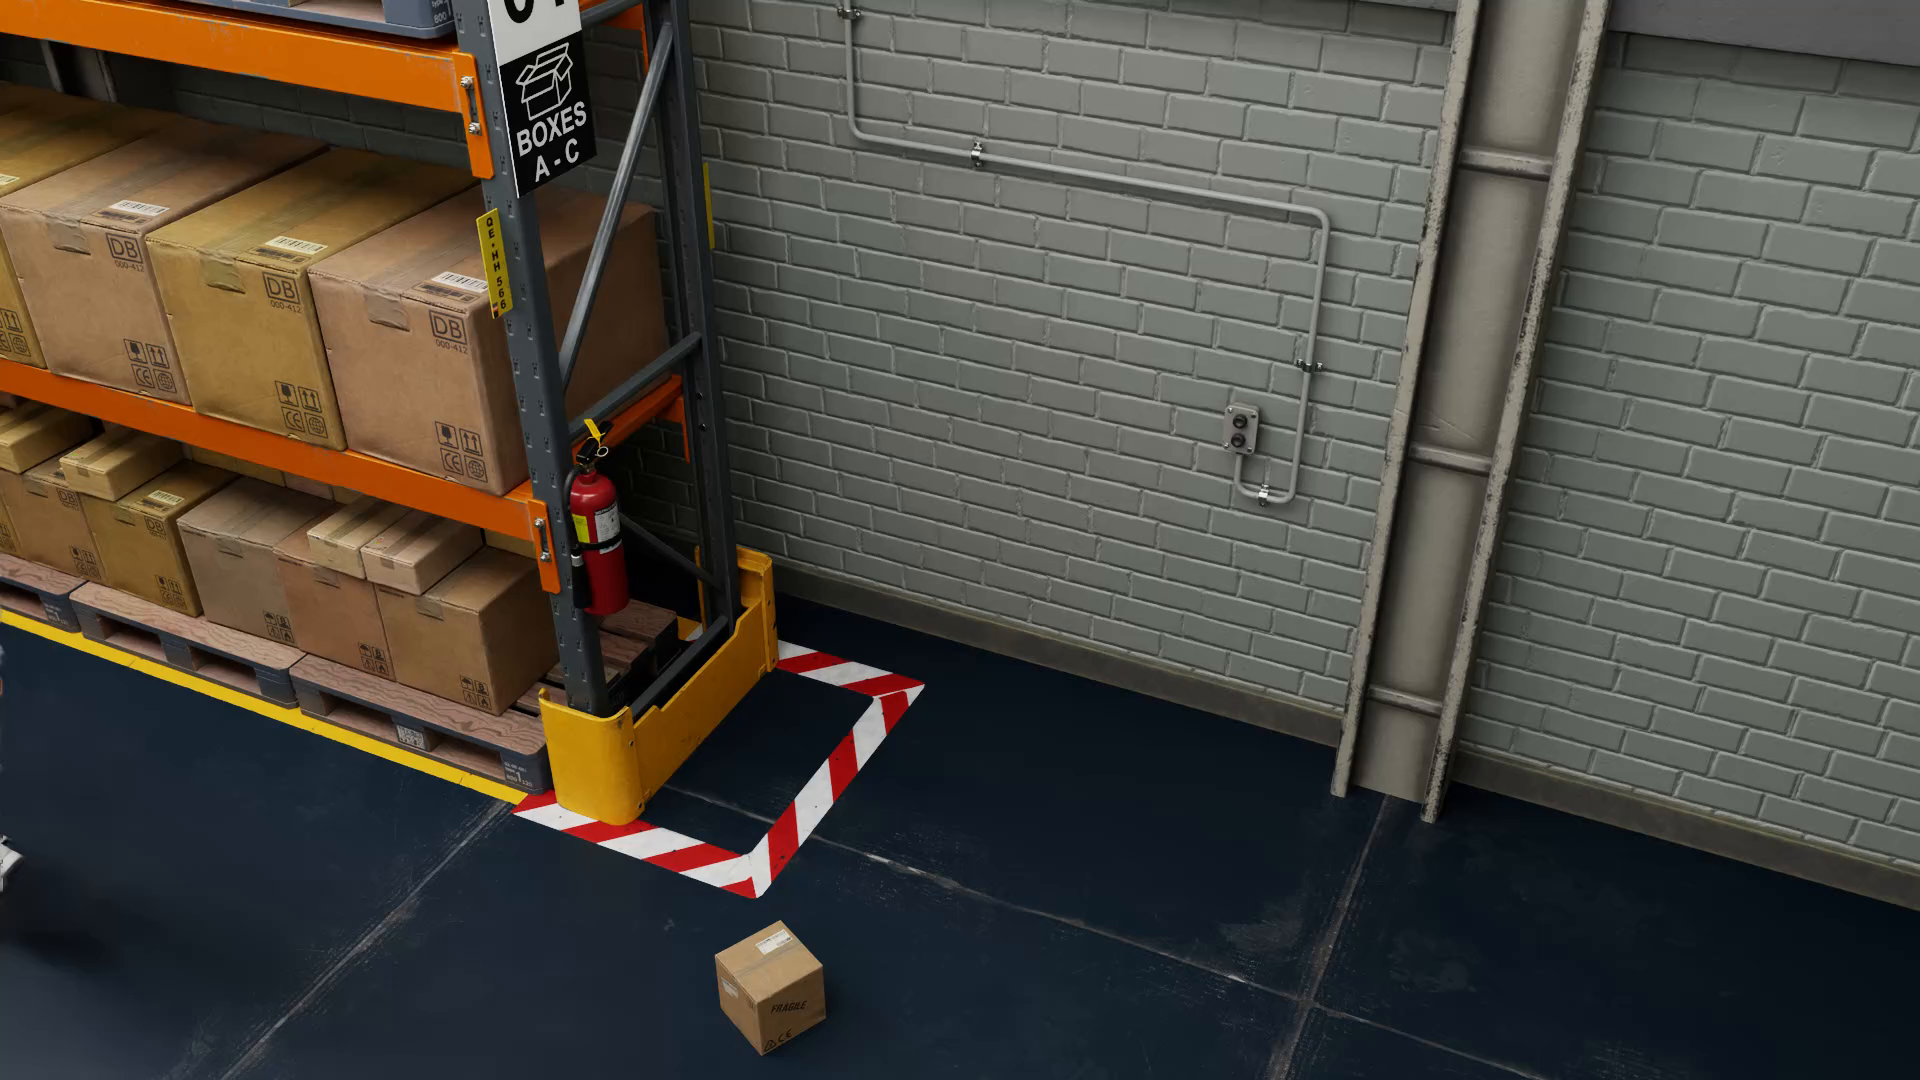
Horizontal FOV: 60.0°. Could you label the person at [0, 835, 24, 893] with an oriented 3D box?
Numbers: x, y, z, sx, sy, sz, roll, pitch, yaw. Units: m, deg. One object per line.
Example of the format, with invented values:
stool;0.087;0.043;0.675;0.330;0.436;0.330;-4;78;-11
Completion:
person;-3.463;0.472;5.397;0.784;1.760;0.591;11;35;17
